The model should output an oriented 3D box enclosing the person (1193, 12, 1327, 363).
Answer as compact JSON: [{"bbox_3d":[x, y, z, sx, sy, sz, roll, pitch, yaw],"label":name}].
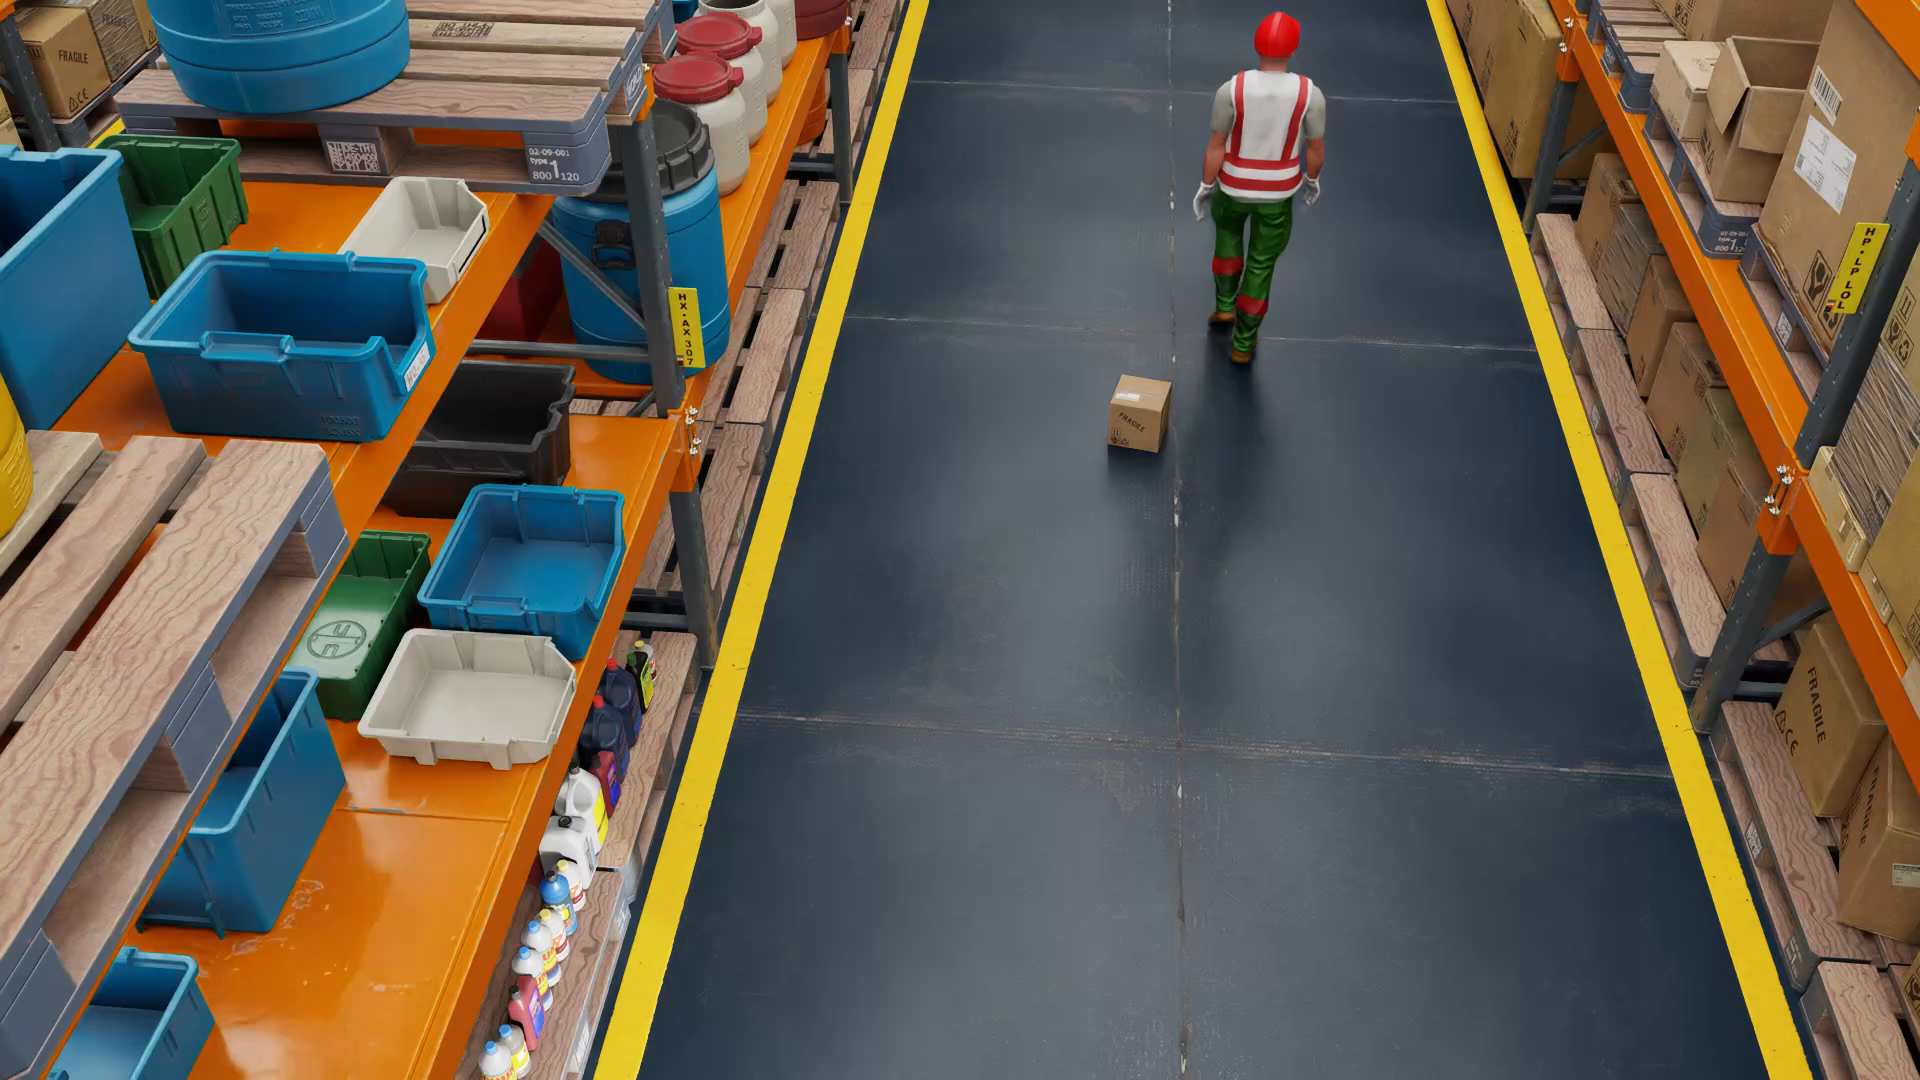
[{"bbox_3d":[1.472,-1.731,8.218,0.598,1.835,0.541,9,41,11],"label":"person"}]
